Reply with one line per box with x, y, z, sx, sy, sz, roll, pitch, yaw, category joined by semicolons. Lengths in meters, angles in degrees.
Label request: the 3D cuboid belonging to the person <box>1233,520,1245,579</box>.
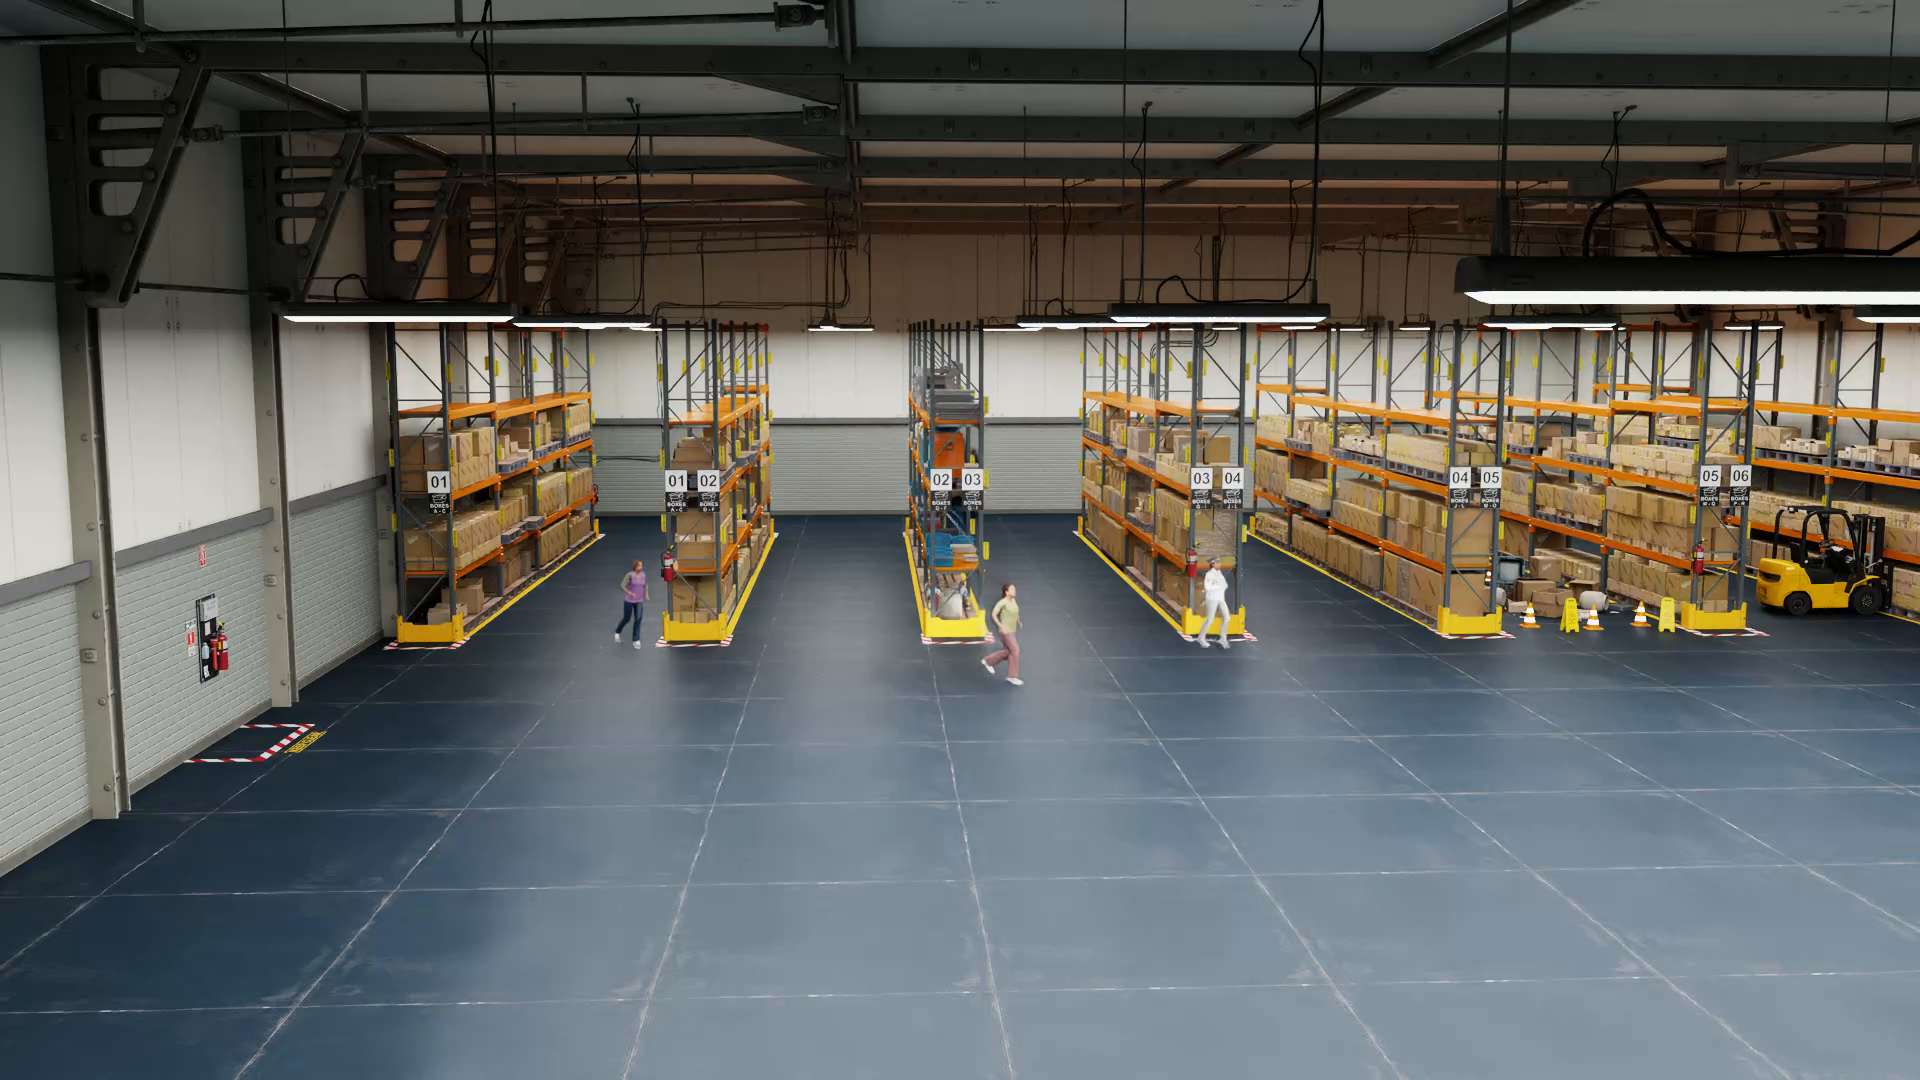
6.464;0.060;39.143;0.661;1.692;0.778;-2;7;-15;person

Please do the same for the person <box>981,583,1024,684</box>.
0.709;1.525;27.458;0.795;1.684;0.582;4;8;29;person

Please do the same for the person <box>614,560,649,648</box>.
-5.985;1.150;30.666;0.615;1.589;0.823;-5;9;-36;person

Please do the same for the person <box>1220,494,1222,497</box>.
7.158;-1.078;48.099;0.953;1.703;0.790;-7;10;-44;person

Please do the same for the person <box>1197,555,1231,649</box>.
4.656;1.139;30.405;0.655;1.764;0.614;6;9;42;person
